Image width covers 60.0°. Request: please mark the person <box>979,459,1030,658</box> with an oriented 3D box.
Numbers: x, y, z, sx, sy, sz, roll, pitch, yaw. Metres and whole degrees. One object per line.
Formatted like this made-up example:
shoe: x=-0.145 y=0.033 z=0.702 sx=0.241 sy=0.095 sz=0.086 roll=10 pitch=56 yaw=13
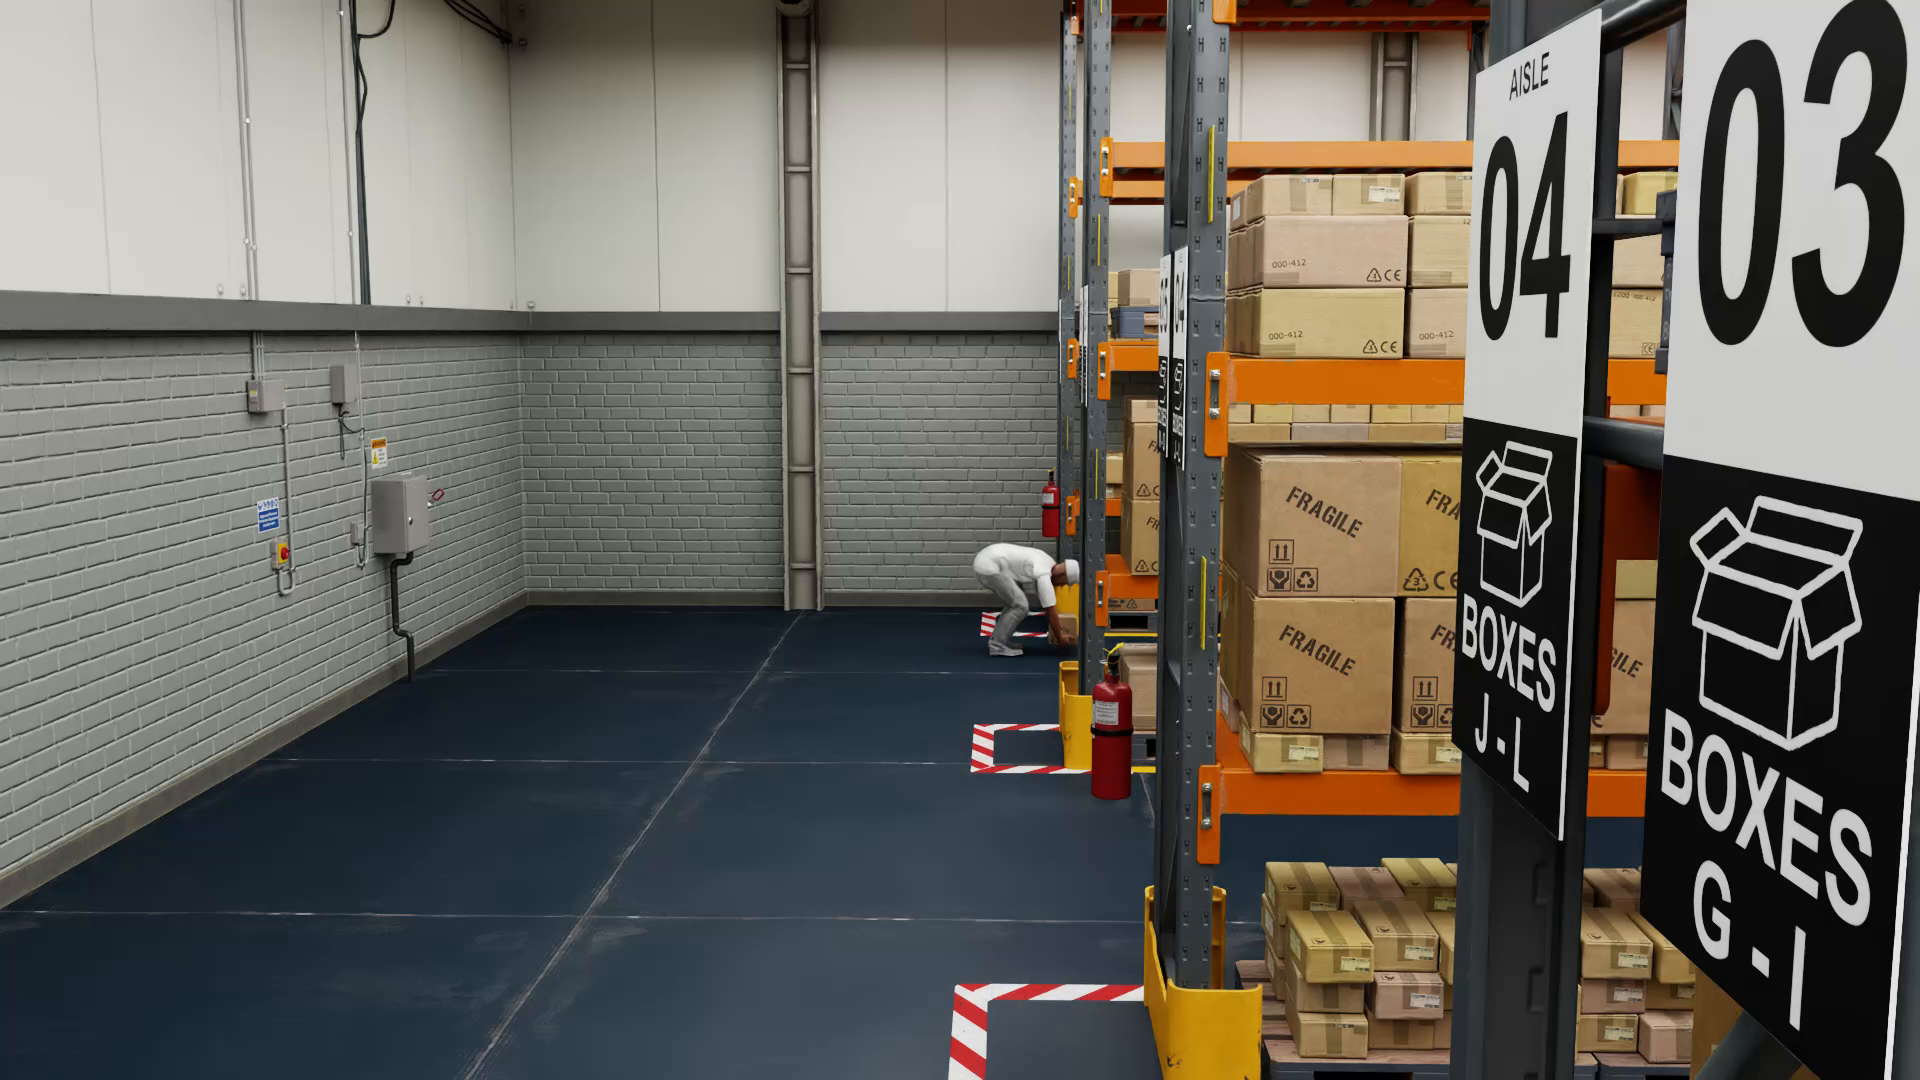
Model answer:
person: x=0.398 y=0.153 z=14.984 sx=0.461 sy=1.759 sz=0.628 roll=0 pitch=7 yaw=-1
